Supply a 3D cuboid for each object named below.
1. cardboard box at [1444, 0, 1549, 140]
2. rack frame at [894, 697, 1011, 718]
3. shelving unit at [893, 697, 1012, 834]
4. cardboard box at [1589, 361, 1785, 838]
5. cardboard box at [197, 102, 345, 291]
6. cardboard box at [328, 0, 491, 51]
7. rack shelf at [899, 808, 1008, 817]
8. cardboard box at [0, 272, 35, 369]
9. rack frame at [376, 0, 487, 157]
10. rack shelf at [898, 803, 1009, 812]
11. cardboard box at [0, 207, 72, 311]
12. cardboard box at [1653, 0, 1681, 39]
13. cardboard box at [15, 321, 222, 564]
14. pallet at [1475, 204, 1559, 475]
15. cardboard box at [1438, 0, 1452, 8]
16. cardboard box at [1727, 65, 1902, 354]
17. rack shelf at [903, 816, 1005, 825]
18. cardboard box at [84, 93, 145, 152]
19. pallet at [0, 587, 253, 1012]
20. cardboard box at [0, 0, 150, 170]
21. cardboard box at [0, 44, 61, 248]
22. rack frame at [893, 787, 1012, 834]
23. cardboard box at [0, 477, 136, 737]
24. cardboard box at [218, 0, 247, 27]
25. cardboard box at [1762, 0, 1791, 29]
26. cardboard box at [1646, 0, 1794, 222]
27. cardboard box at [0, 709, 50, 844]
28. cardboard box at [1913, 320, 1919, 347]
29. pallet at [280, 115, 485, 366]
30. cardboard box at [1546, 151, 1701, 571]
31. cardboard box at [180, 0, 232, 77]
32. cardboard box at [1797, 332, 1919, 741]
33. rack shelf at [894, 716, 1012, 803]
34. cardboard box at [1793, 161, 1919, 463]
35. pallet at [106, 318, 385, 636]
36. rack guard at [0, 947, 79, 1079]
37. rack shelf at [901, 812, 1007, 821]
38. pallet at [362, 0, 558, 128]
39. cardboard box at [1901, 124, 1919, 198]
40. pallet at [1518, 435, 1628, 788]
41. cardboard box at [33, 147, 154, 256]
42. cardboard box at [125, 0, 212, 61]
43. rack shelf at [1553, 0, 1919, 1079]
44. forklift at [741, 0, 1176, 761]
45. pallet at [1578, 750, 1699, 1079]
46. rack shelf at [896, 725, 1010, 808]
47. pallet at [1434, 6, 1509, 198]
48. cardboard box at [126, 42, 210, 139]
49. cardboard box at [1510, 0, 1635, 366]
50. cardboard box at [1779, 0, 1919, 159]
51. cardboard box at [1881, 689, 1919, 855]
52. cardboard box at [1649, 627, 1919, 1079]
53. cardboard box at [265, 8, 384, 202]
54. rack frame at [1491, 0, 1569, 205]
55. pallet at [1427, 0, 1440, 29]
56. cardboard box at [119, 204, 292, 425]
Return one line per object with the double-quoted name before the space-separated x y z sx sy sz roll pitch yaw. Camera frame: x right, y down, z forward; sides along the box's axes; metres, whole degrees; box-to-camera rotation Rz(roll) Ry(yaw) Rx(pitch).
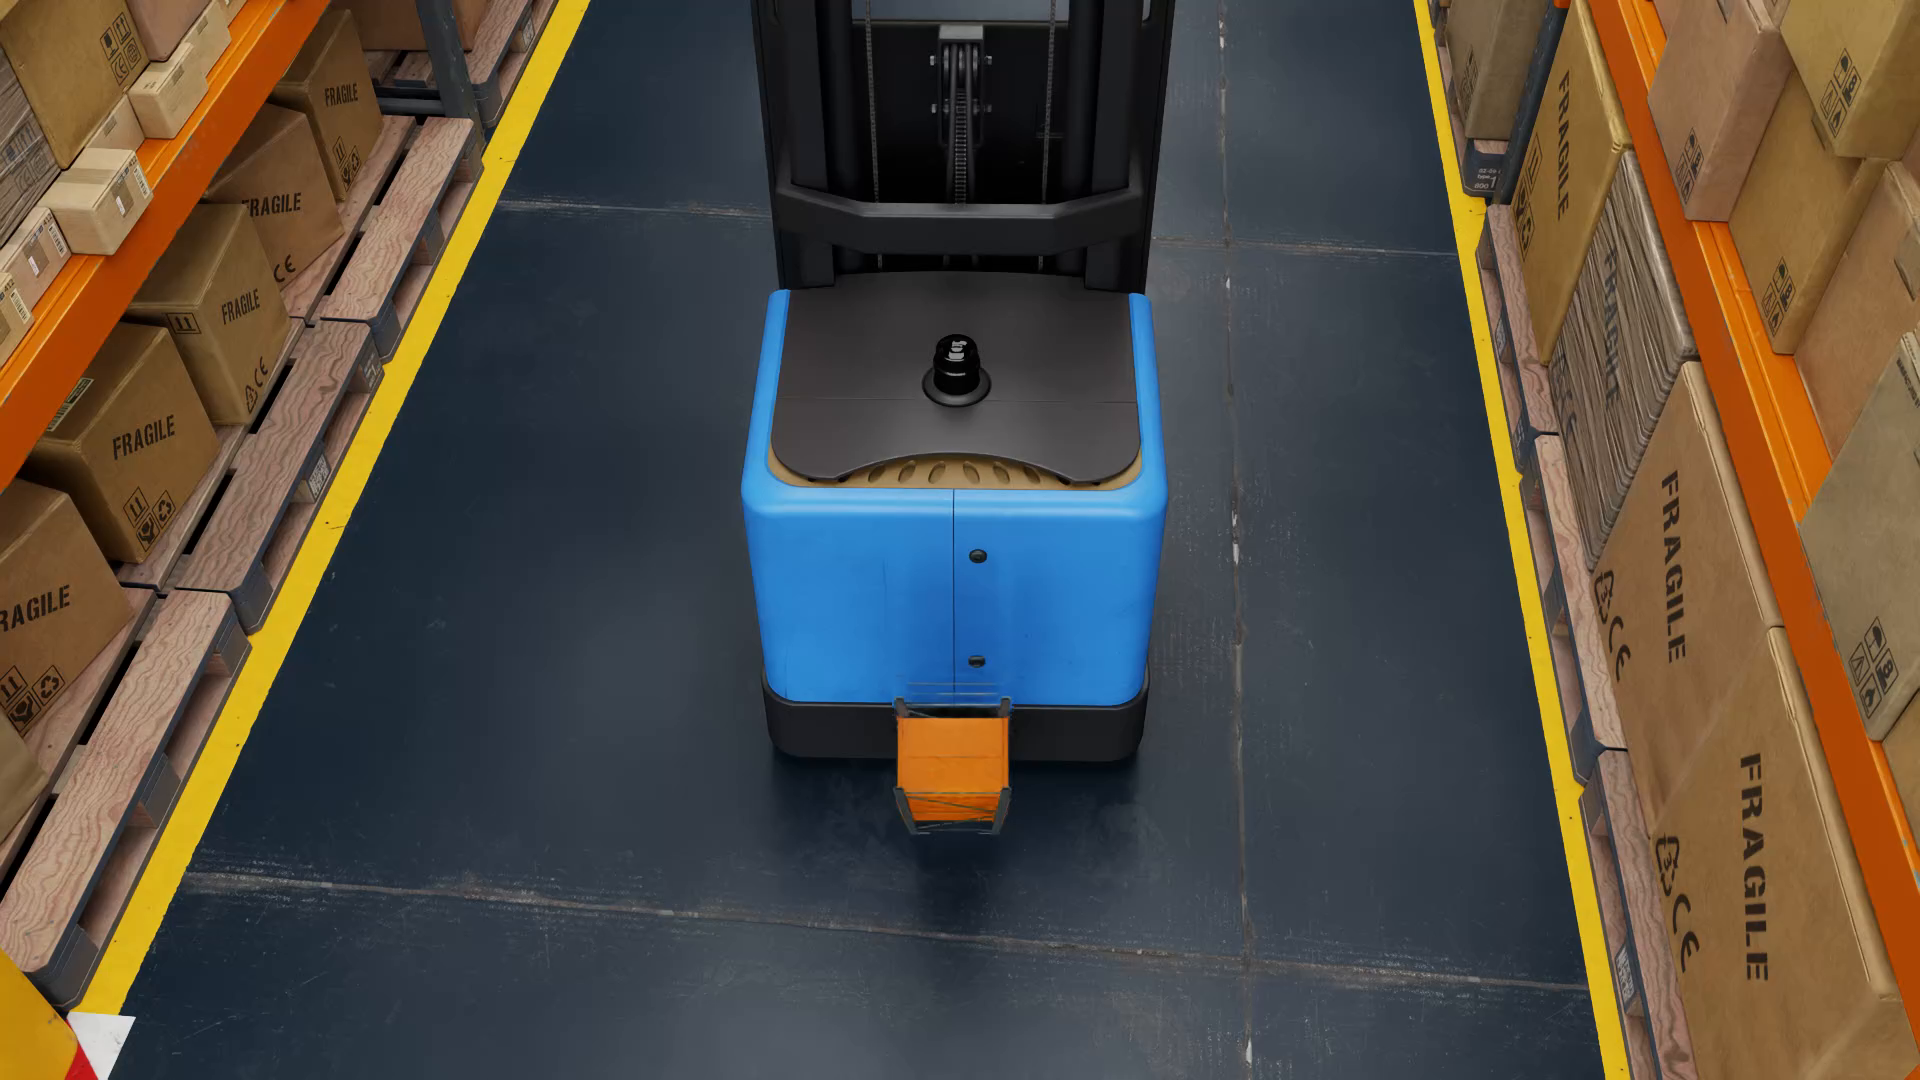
"cardboard box" 2.487 -2.029 6.313 1.050 0.750 0.750 4 48 3
"rack frame" -0.015 0.471 3.982 0.240 1.200 0.006 0 76 0
"shelving unit" -0.015 0.560 3.959 0.258 1.200 0.189 0 76 0
"cardboard box" 2.229 0.181 4.207 0.875 0.875 0.875 3 48 3
"cardboard box" -2.531 -1.177 5.703 0.500 0.500 0.500 18 50 16
"cardboard box" -2.333 -2.346 6.759 0.700 0.500 0.500 1 48 1
"rack shelf" -0.015 0.571 4.002 0.258 0.103 0.180 0 76 0
"cardboard box" -2.400 -0.494 3.840 0.380 0.149 0.250 4 48 4
"rack frame" -2.410 -2.592 5.588 1.000 3.000 0.127 4 48 4
"rack shelf" -0.015 0.542 3.886 0.258 0.103 0.180 0 76 0
"cardboard box" -2.404 -0.680 4.009 0.380 0.149 0.250 4 48 4
"cardboard box" 2.470 -1.557 4.540 0.875 0.550 0.550 4 48 4
"cardboard box" -2.605 -0.309 4.909 0.500 0.500 0.500 8 48 7
"pallet" 2.373 -0.689 5.737 1.003 0.211 1.213 4 48 4
"cardboard box" 2.578 -2.737 6.961 1.050 0.750 0.750 4 48 4
"cardboard box" 2.355 -0.772 3.821 0.875 0.550 0.500 4 48 4
"rack shelf" -0.015 0.630 4.235 0.258 0.103 0.180 0 76 0
"cardboard box" -2.388 -1.049 4.347 0.380 0.149 0.250 4 48 4
"pallet" -2.659 0.638 4.523 1.003 0.211 1.213 4 48 4
"cardboard box" -2.626 -1.295 4.133 0.875 0.500 0.500 4 48 4
"cardboard box" -2.683 -0.929 3.797 0.875 0.500 0.500 4 48 4
"rack frame" -0.015 0.649 3.937 0.240 1.200 0.006 0 76 0
"cardboard box" -2.681 0.150 4.489 0.500 0.500 0.500 15 49 14
"cardboard box" -2.318 -1.600 4.851 0.380 0.149 0.250 4 48 4
"cardboard box" 2.331 -1.531 3.784 0.875 0.550 0.550 4 48 4
"cardboard box" 2.304 -1.168 4.184 0.875 0.550 0.550 4 48 4
"cardboard box" -2.701 0.592 4.085 0.500 0.500 0.500 12 49 11
"cardboard box" 2.186 -0.340 2.695 0.875 0.550 0.550 4 48 4
"pallet" -2.436 -1.155 6.163 1.003 0.211 1.213 4 48 4
"cardboard box" 2.314 -0.488 4.819 0.875 0.875 0.875 4 48 4
"cardboard box" -2.301 -1.414 4.681 0.380 0.149 0.250 4 48 4
"cardboard box" 2.172 0.024 3.094 0.875 0.550 0.550 4 48 4
"rack shelf" -0.015 0.483 3.653 0.258 0.103 0.180 0 76 0
"cardboard box" 2.348 -0.380 3.463 0.875 0.550 0.550 4 48 4
"pallet" -2.545 -0.256 5.341 1.003 0.211 1.213 4 48 4
"rack guard" -2.768 1.135 3.873 1.175 0.500 0.348 4 48 4
"rack shelf" -0.015 0.601 4.118 0.258 0.103 0.180 0 76 0
"pallet" -2.341 -2.223 7.140 1.003 0.211 1.213 4 48 4
"cardboard box" 2.372 -0.742 3.063 0.875 0.550 0.550 4 48 4
"pallet" 2.264 0.210 4.915 1.003 0.211 1.213 4 48 4
"cardboard box" -2.278 -0.857 4.171 0.380 0.149 0.250 4 48 4
"cardboard box" -2.539 -1.660 4.466 0.875 0.500 0.500 4 48 4
"rack shelf" 2.337 -0.471 4.136 1.077 0.370 4.000 4 48 4
"forklift" 0.011 -1.451 4.591 1.130 2.935 3.031 1 48 1
"pallet" 2.150 1.104 4.097 1.003 0.211 1.213 4 48 4
"rack shelf" -0.015 0.512 3.769 0.258 0.103 0.180 0 76 0
"pallet" 2.515 -1.815 6.767 1.003 0.211 1.213 4 48 4
"cardboard box" -2.289 -1.228 4.510 0.380 0.149 0.250 4 48 4
"cardboard box" 2.393 -1.151 5.425 0.875 0.875 0.875 5 48 4
"cardboard box" 2.291 -1.141 3.427 0.875 0.550 0.500 4 48 4
"cardboard box" 2.144 0.429 2.723 0.875 0.550 0.550 4 48 4
"cardboard box" 2.151 0.828 3.615 0.875 0.875 0.875 4 48 4
"cardboard box" -2.487 -1.599 6.089 0.500 0.500 0.500 3 48 2
"rack frame" 2.520 -2.184 5.215 1.000 3.000 0.127 4 48 4
"pallet" 2.624 -2.714 7.589 1.003 0.211 1.213 4 48 4
"cardboard box" -2.510 -0.716 5.281 0.500 0.500 0.500 0 48 0
